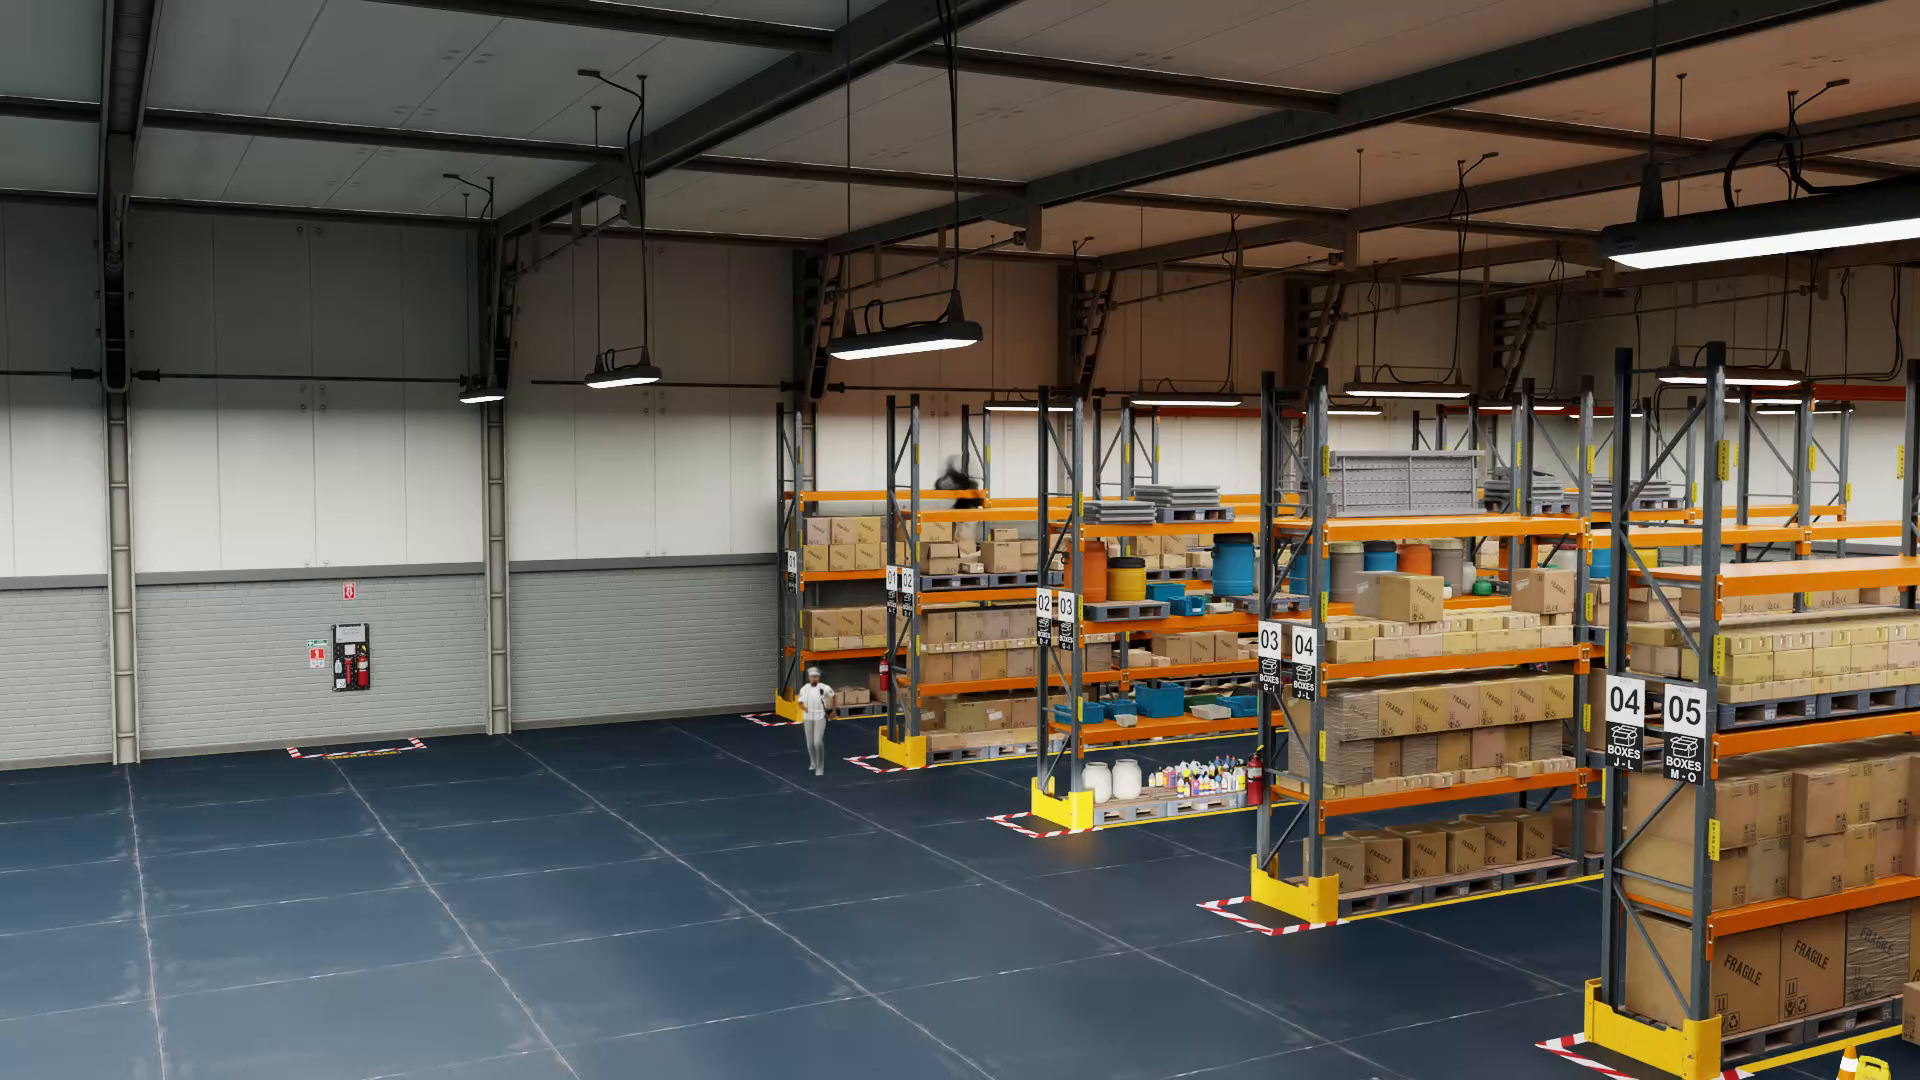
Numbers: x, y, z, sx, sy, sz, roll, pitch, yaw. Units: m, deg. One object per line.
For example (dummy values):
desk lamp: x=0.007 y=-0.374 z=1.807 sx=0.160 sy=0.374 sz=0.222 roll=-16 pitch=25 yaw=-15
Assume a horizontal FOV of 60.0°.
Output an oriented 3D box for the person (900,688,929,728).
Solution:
person: x=-0.688 y=2.401 z=28.872 sx=0.789 sy=1.784 sz=0.684 roll=-2 pitch=4 yaw=-35

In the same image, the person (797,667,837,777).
person: x=-2.261 y=2.865 z=26.126 sx=0.593 sy=1.749 sz=0.719 roll=0 pitch=3 yaw=7
